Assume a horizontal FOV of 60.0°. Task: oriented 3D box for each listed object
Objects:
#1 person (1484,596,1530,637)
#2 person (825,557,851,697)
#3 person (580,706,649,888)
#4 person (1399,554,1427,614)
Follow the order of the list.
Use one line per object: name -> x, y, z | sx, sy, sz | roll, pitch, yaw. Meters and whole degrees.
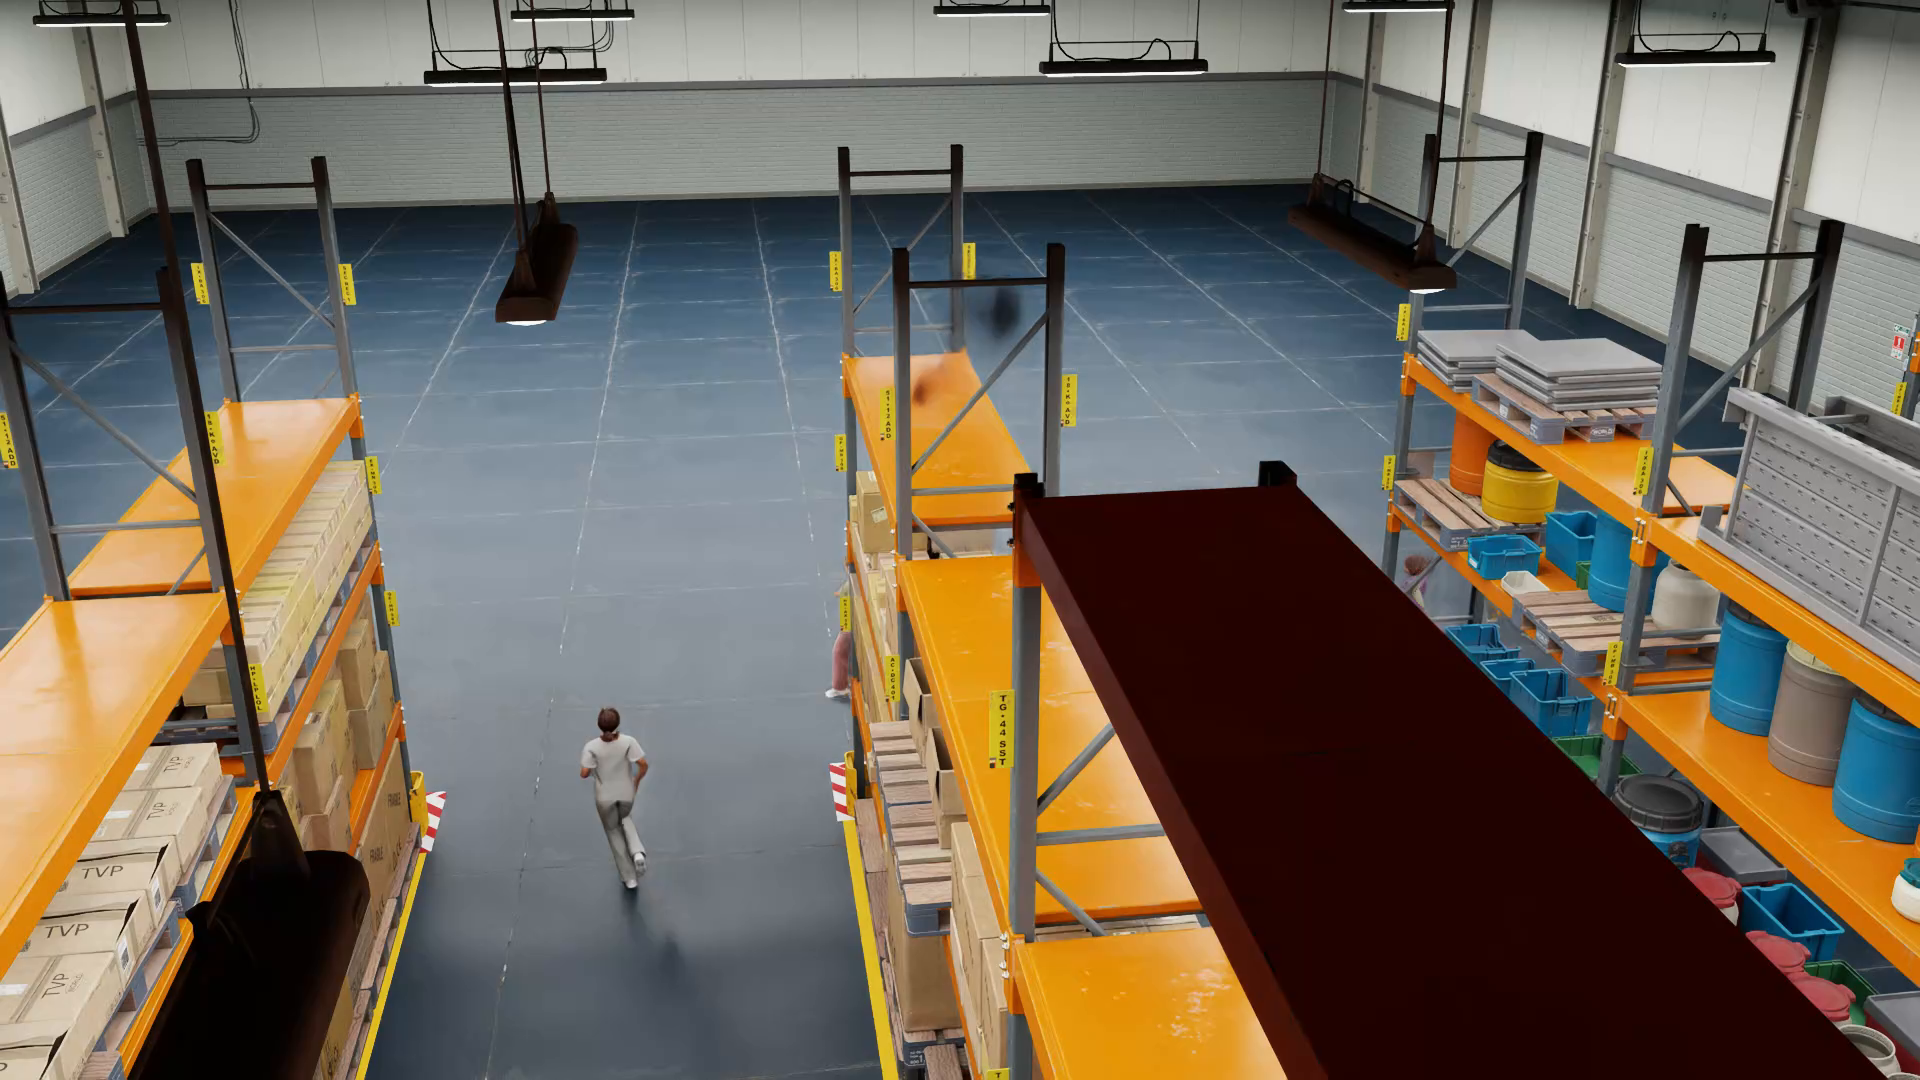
person -> 6.203, 0.348, 18.535 | 0.829, 1.748, 0.593 | 6, 22, 15
person -> -1.002, 0.900, 17.007 | 0.958, 1.626, 0.583 | 15, 26, 33
person -> -2.922, 2.134, 14.032 | 0.552, 1.637, 0.561 | -9, 23, -22
person -> 4.658, 0.893, 17.163 | 0.810, 1.598, 0.543 | 15, 26, 33
